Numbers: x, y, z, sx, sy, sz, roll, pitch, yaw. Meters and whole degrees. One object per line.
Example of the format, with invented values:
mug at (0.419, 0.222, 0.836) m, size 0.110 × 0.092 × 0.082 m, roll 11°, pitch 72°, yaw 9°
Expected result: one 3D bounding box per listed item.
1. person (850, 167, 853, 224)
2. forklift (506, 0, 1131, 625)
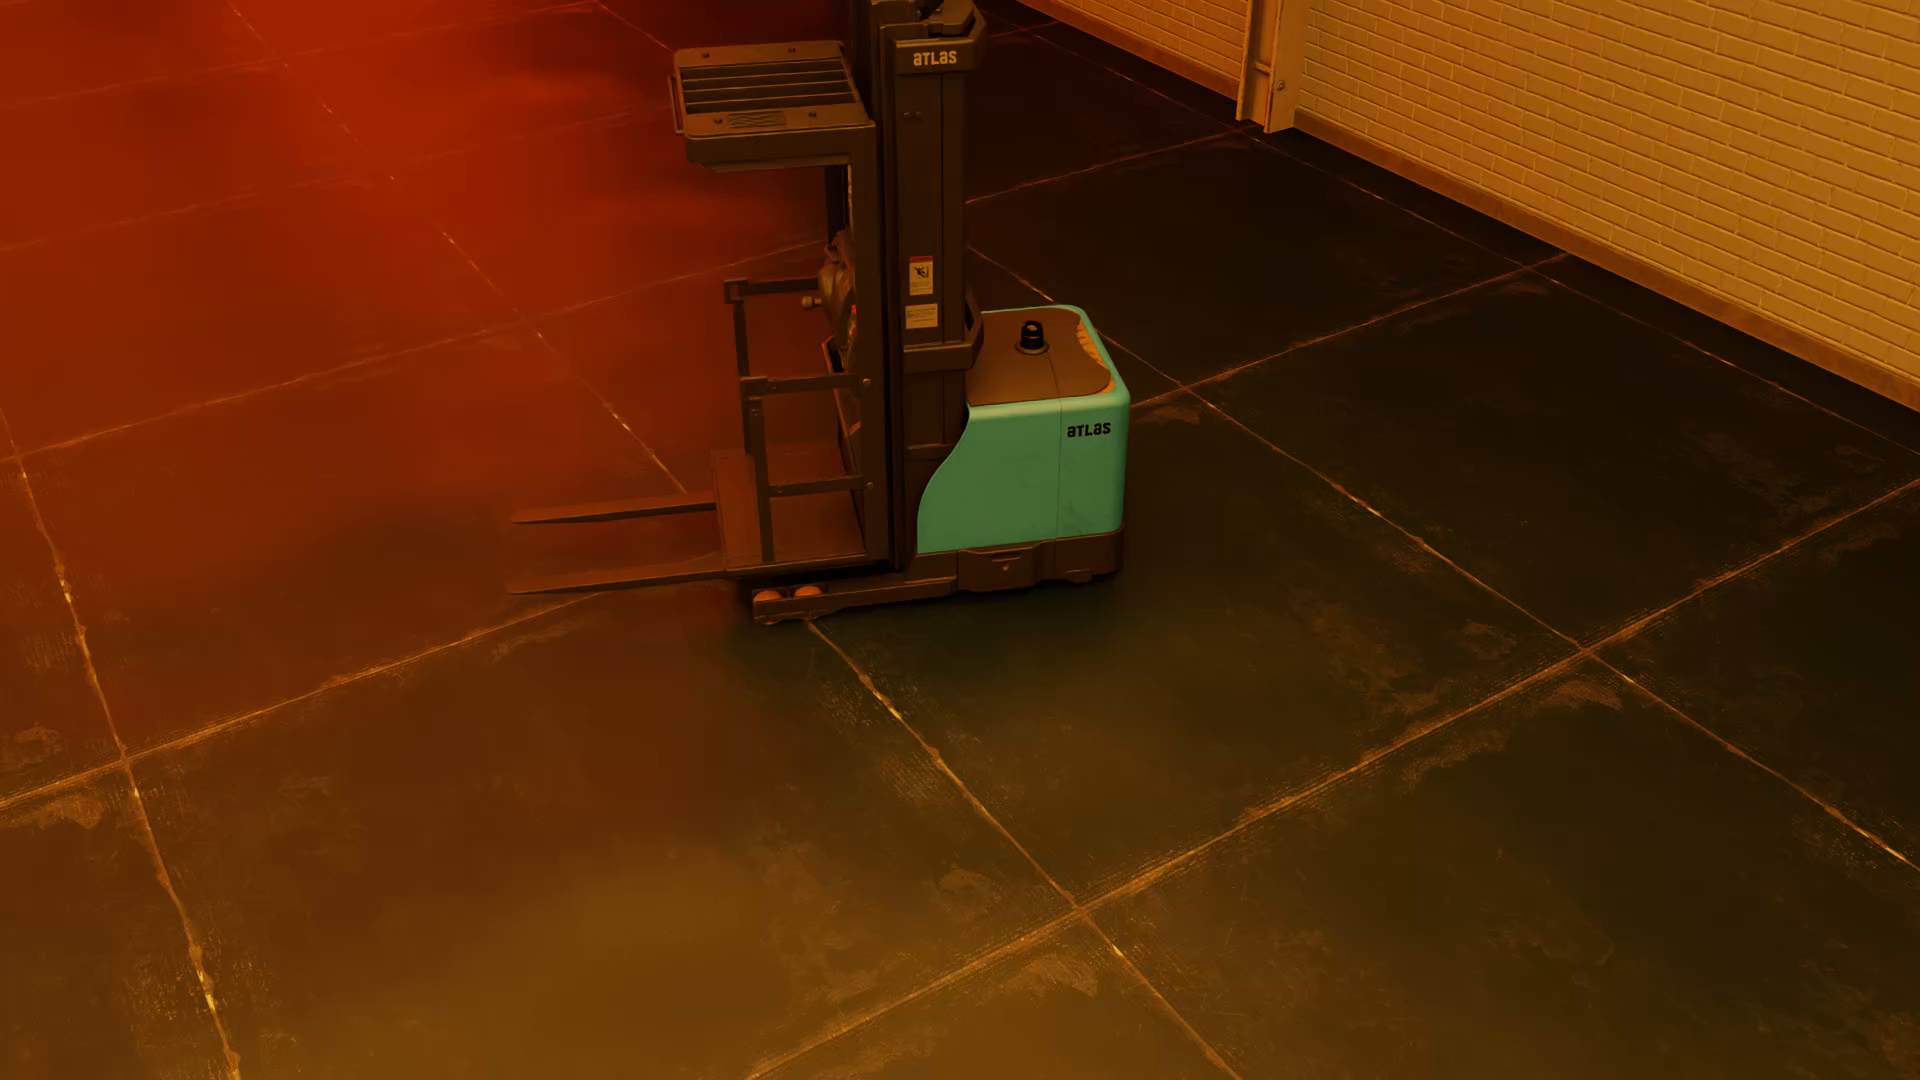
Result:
person at (-0.511, -2.017, 10.051) m, size 0.493 × 1.742 × 0.692 m, roll -8°, pitch 36°, yaw -12°
forklift at (-0.747, -1.117, 7.738) m, size 3.031 × 2.935 × 1.130 m, roll -6°, pitch 36°, yaw -9°
